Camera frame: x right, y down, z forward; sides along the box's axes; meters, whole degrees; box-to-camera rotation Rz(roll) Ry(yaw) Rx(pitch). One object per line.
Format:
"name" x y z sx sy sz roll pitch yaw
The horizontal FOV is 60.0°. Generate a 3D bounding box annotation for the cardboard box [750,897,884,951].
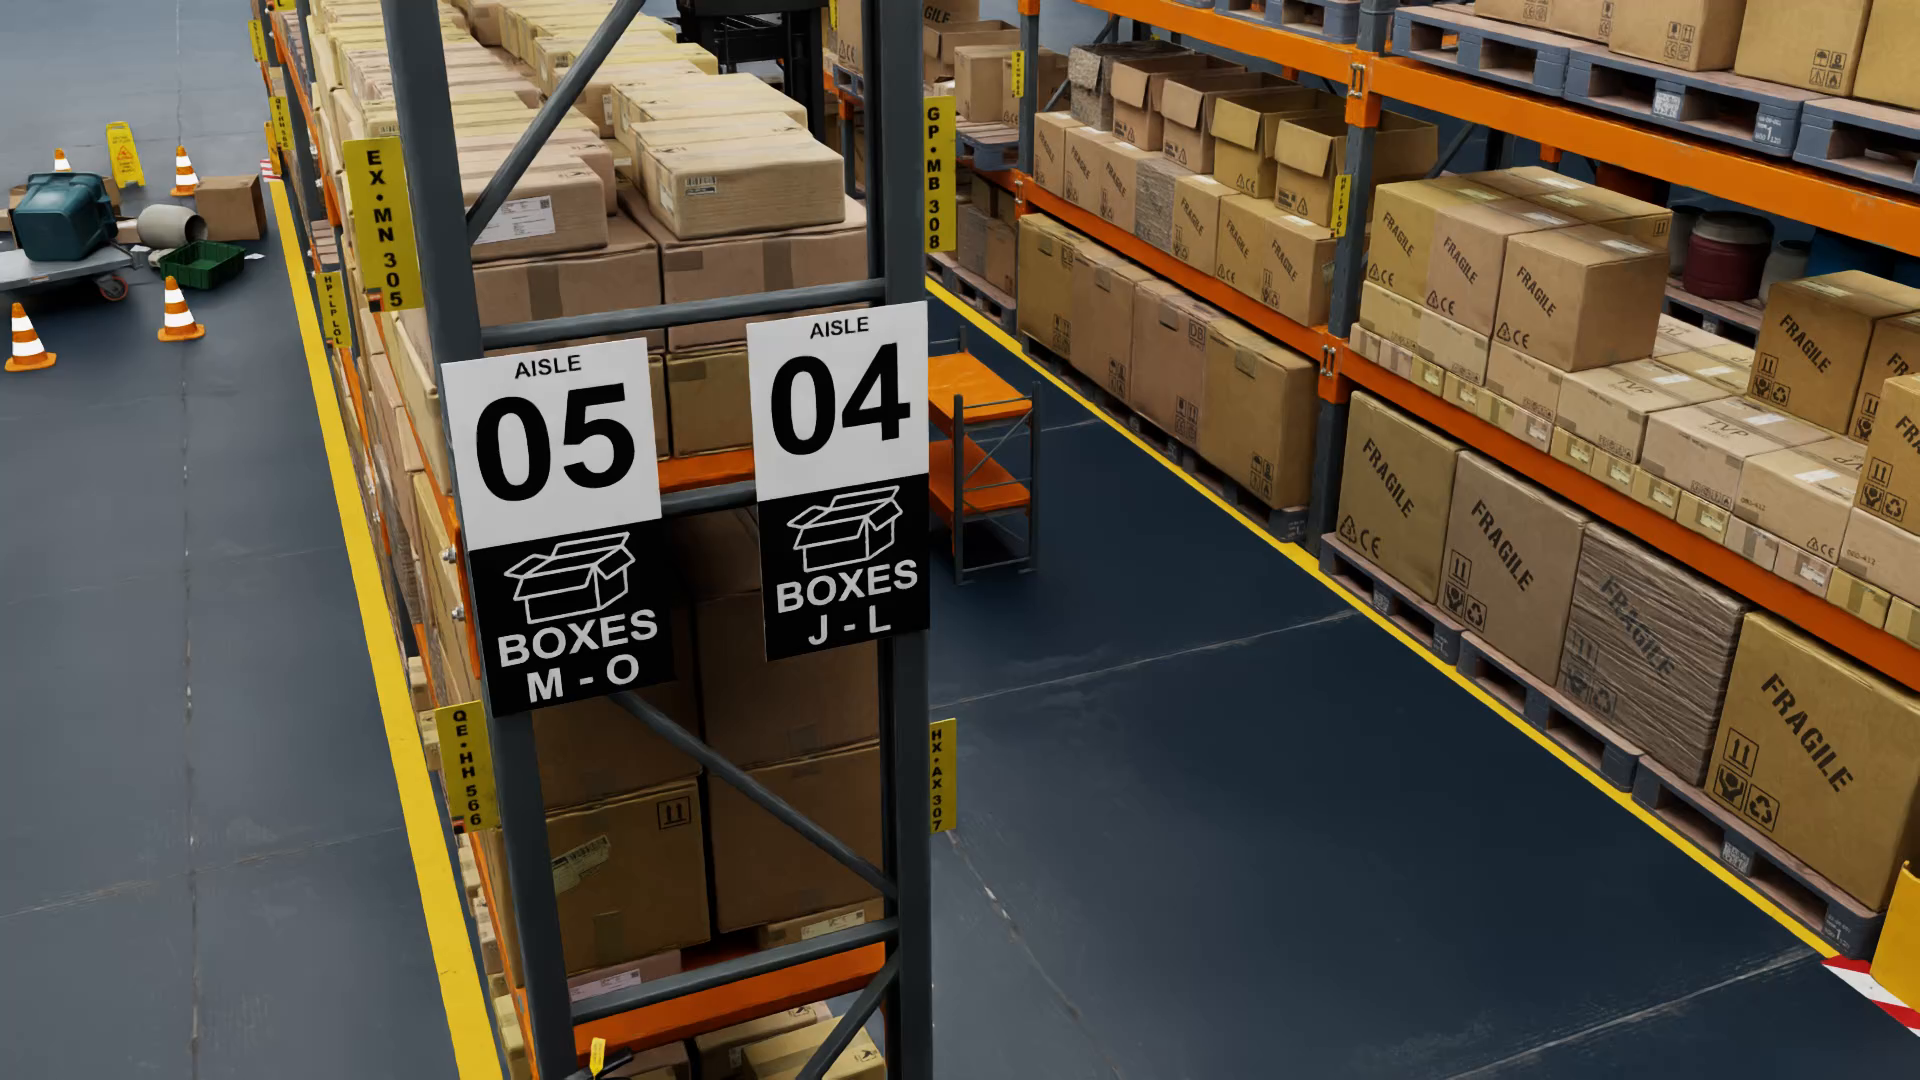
"cardboard box" -0.381 1.000 4.570 0.380 0.149 0.250 -11 28 -21

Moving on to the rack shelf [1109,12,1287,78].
"rack shelf" 3.123 -5.917 19.270 1.077 0.370 4.000 -11 28 -21

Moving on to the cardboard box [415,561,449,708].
"cardboard box" -1.372 0.346 5.169 0.500 0.500 0.500 -10 28 -20

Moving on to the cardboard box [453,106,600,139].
"cardboard box" -1.064 -0.914 3.931 0.380 0.149 0.250 -11 28 -22

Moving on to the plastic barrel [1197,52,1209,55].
"plastic barrel" 2.864 -5.664 20.288 0.421 0.512 0.421 0 26 0

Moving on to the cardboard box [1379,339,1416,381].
"cardboard box" 2.394 -0.957 8.577 0.380 0.149 0.250 -12 28 -22

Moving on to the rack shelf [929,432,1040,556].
"rack shelf" 0.003 -0.283 9.605 0.538 0.278 1.000 -11 28 -21

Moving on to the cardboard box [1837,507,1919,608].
"cardboard box" 3.614 0.046 6.068 0.500 0.250 0.500 -11 28 -21

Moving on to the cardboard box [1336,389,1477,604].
"cardboard box" 2.666 -0.306 8.901 0.875 0.875 0.875 -11 28 -21

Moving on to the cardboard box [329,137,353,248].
"cardboard box" -1.793 -1.175 5.490 0.500 0.250 0.500 -9 28 -18

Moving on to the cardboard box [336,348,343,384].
"cardboard box" -3.442 -1.033 9.963 0.500 0.250 0.500 -11 28 -21

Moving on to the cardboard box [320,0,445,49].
"cardboard box" -1.944 -1.746 5.635 0.380 0.149 0.250 -11 28 -22

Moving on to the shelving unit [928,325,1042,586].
"shelving unit" 0.003 -0.503 9.498 0.538 1.125 1.048 -11 28 -21

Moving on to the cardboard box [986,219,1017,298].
"cardboard box" 0.634 -2.309 13.407 0.700 0.500 0.500 -12 29 -23

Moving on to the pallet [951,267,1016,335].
"pallet" 0.610 -2.030 13.667 1.003 0.211 1.213 -11 28 -21

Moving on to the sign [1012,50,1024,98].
"sign" 0.420 -3.355 11.973 0.100 0.325 0.005 -11 28 -21

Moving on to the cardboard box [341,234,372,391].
"cardboard box" -2.169 -0.945 6.673 0.500 0.500 0.500 -10 28 -19

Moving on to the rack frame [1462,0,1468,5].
"rack frame" 6.899 -7.897 22.506 1.000 3.000 0.127 -11 28 -21

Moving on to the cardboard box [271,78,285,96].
"cardboard box" -5.098 -3.353 13.085 0.500 0.500 0.500 -10 28 -20

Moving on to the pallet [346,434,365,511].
"pallet" -3.384 -0.587 10.711 1.003 0.211 1.213 -11 28 -21

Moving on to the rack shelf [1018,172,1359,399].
"rack shelf" 1.698 -1.836 10.912 1.077 0.370 4.000 -11 28 -21

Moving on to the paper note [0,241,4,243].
"paper note" -8.940 -2.746 15.353 0.148 0.019 0.142 -1 26 -3

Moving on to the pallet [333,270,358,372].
"pallet" -2.875 -1.277 9.166 1.003 0.211 1.213 -11 28 -21

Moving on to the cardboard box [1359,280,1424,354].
"cardboard box" 2.425 -1.184 8.588 0.500 0.250 0.500 -11 28 -22

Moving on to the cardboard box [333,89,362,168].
"cardboard box" -1.556 -1.193 4.956 0.500 0.250 0.500 -12 28 -23

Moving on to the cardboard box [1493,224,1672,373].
"cardboard box" 2.828 -1.109 7.579 0.500 0.500 0.500 -11 28 -22

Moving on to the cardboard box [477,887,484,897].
"cardboard box" -1.528 1.346 6.007 0.380 0.149 0.250 -9 27 -18

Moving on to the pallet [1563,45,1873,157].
"pallet" 3.266 -1.836 6.775 1.003 0.211 1.213 -11 28 -21

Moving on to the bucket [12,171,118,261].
"bucket" -7.429 -2.641 13.739 0.726 0.611 0.620 -1 36 -3

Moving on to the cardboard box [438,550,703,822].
"cardboard box" -0.963 0.304 4.116 0.500 0.500 0.500 -11 28 -22

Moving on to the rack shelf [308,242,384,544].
"rack shelf" -2.905 -1.025 9.250 1.077 0.370 4.000 -11 28 -21

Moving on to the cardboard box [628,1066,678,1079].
"cardboard box" -0.996 1.729 4.883 0.380 0.149 0.250 -10 28 -20

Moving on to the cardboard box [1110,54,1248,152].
"cardboard box" 1.439 -2.901 11.016 0.797 0.503 0.637 -10 28 -19

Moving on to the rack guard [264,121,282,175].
"rack guard" -6.831 -4.272 17.929 1.175 0.500 0.348 -11 28 -21

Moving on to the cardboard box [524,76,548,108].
"cardboard box" -1.080 -1.274 5.122 0.500 0.250 0.500 -12 28 -23

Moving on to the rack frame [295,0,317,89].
"rack frame" -2.122 -3.237 6.123 1.000 3.000 0.127 -11 28 -21

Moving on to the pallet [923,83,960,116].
"pallet" 0.102 -3.673 14.073 1.003 0.211 1.213 -11 28 -21

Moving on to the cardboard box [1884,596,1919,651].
"cardboard box" 3.606 0.288 6.027 0.380 0.149 0.250 -10 28 -20

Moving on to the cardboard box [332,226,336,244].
"cardboard box" -3.594 -1.908 10.046 0.380 0.149 0.250 -9 27 -18

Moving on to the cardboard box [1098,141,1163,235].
"cardboard box" 1.263 -2.355 11.041 0.500 0.500 0.500 -11 28 -22

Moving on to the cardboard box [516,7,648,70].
"cardboard box" -1.217 -1.628 5.394 0.380 0.149 0.250 -11 28 -21

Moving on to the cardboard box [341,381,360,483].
"cardboard box" -3.446 -0.689 10.113 0.500 0.500 0.500 -10 28 -20

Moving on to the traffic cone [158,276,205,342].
"traffic cone" -6.119 -1.830 12.970 0.336 0.463 0.334 -11 28 -21

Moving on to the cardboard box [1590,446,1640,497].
"cardboard box" 3.007 -0.329 7.291 0.380 0.149 0.250 -10 28 -20

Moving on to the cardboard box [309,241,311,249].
"cardboard box" -4.929 -2.713 13.973 1.050 0.750 0.750 -11 28 -21

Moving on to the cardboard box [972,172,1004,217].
"cardboard box" 0.408 -2.856 13.674 0.500 0.250 0.500 -7 27 -15

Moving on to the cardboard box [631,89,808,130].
"cardboard box" -0.595 -1.008 4.124 0.380 0.149 0.250 -11 28 -21

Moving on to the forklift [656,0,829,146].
"forklift" -1.607 -2.555 11.642 1.130 2.935 3.031 -14 29 -26

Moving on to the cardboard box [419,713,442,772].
"cardboard box" -2.171 0.861 7.338 0.380 0.149 0.250 -10 28 -19

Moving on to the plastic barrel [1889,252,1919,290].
"plastic barrel" 6.842 -1.672 11.668 0.600 0.901 0.708 -11 28 -21

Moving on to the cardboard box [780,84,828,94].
"cardboard box" -1.723 -4.772 18.475 0.500 0.500 0.500 -3 26 -7

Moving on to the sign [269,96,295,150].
"sign" -4.198 -2.579 10.294 0.100 0.325 0.005 -11 28 -21

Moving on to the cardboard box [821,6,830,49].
"cardboard box" -0.934 -5.161 16.448 0.875 0.500 0.500 -11 28 -21
